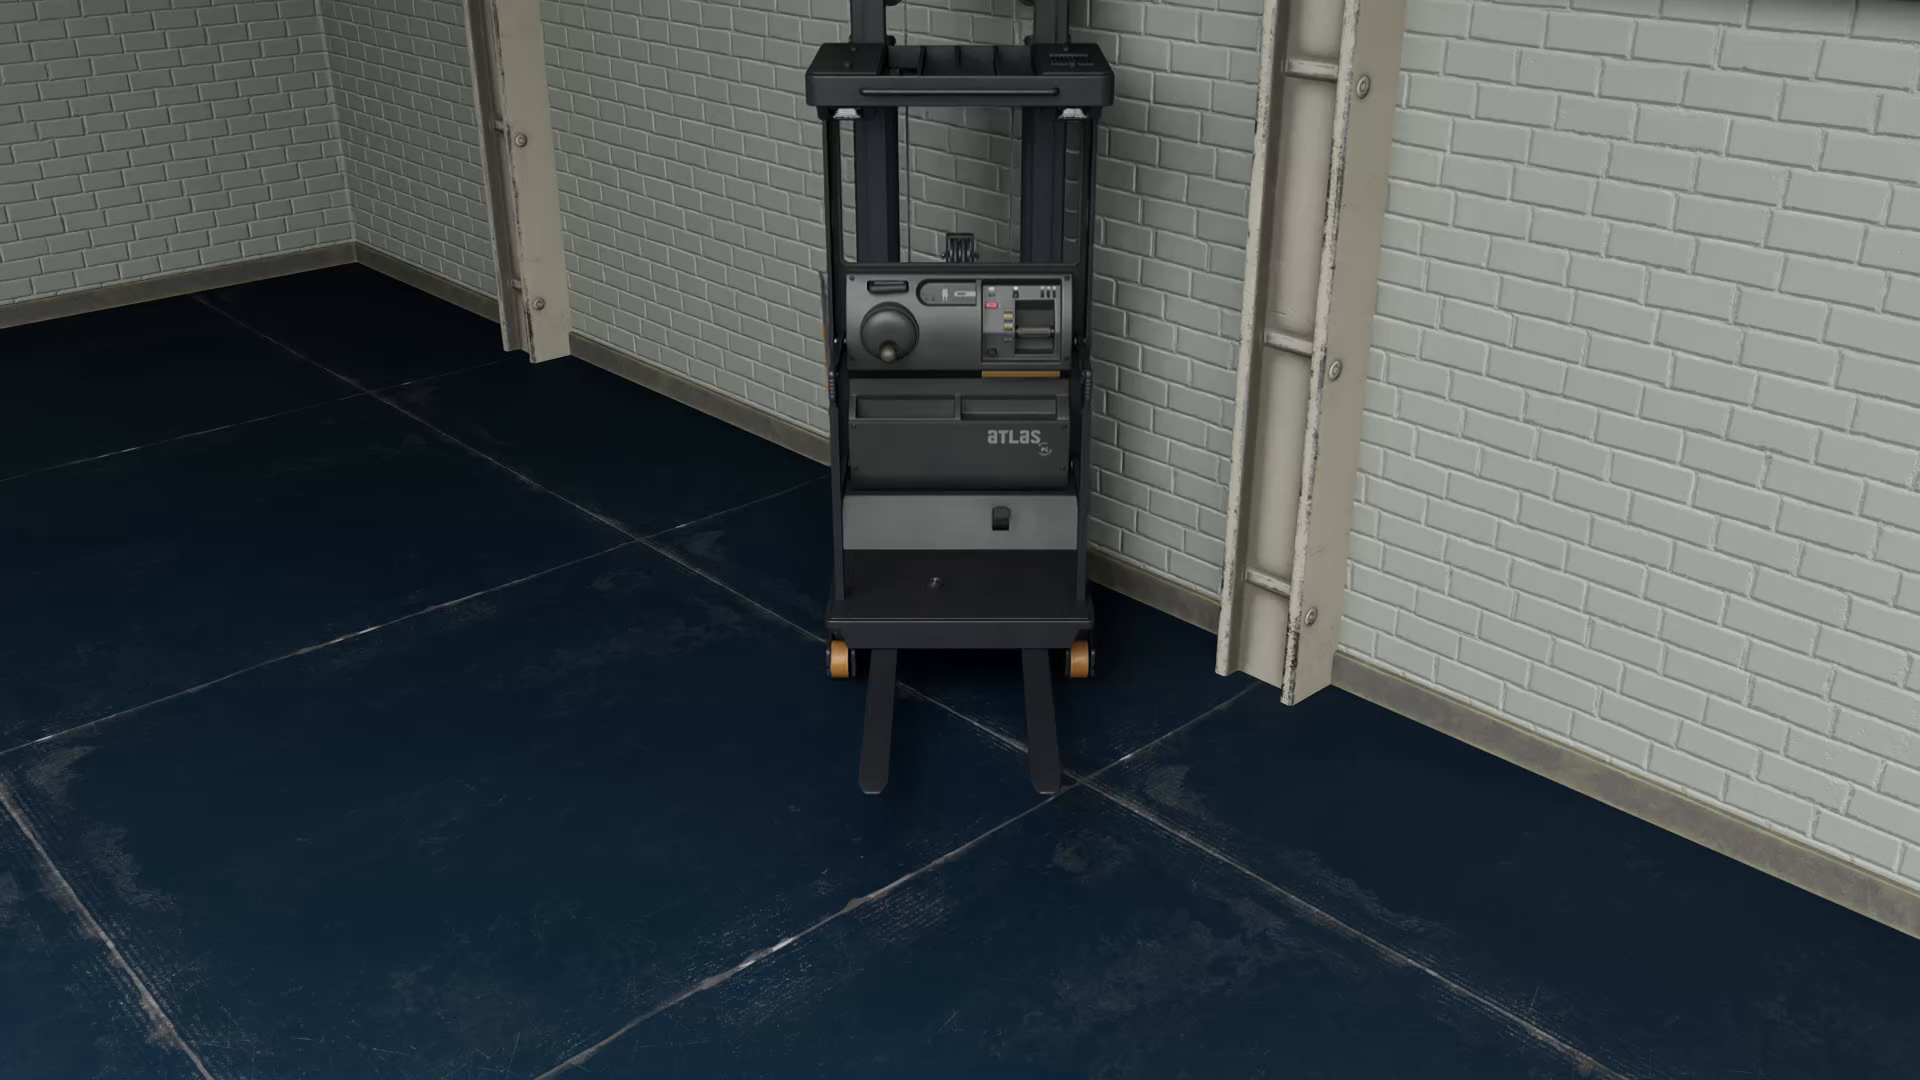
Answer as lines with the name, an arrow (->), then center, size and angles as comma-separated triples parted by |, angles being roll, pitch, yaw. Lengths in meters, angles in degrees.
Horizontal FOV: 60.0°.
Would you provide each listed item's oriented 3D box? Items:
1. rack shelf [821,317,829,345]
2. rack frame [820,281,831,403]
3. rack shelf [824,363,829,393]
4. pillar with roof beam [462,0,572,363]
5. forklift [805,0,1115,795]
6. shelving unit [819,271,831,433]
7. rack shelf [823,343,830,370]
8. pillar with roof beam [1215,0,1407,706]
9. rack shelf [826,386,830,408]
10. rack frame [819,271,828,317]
rack shelf -> -0.562, -1.051, 8.334 | 0.258, 0.103, 0.180 | -5, 25, -5
rack frame -> -0.540, -0.726, 8.382 | 0.240, 1.200, 0.006 | -5, 25, -5
rack shelf -> -0.553, -0.832, 8.433 | 0.258, 0.103, 0.180 | -5, 25, -5
pillar with roof beam -> -5.921, -4.117, 6.433 | 9.100, 9.000, 0.400 | -21, 32, -38
forklift -> 0.000, -0.879, 6.645 | 1.130, 2.935, 3.031 | 0, 25, 0
shelving unit -> -0.550, -0.763, 8.465 | 0.258, 1.200, 0.189 | -5, 25, -5
rack shelf -> -0.557, -0.941, 8.384 | 0.258, 0.103, 0.180 | -5, 25, -5
pillar with roof beam -> -1.820, -2.300, 2.449 | 9.100, 9.000, 0.400 | -21, 32, -38
rack shelf -> -0.548, -0.723, 8.483 | 0.258, 0.103, 0.180 | -5, 25, -5
rack frame -> -0.560, -0.801, 8.548 | 0.240, 1.200, 0.006 | -5, 25, -5
